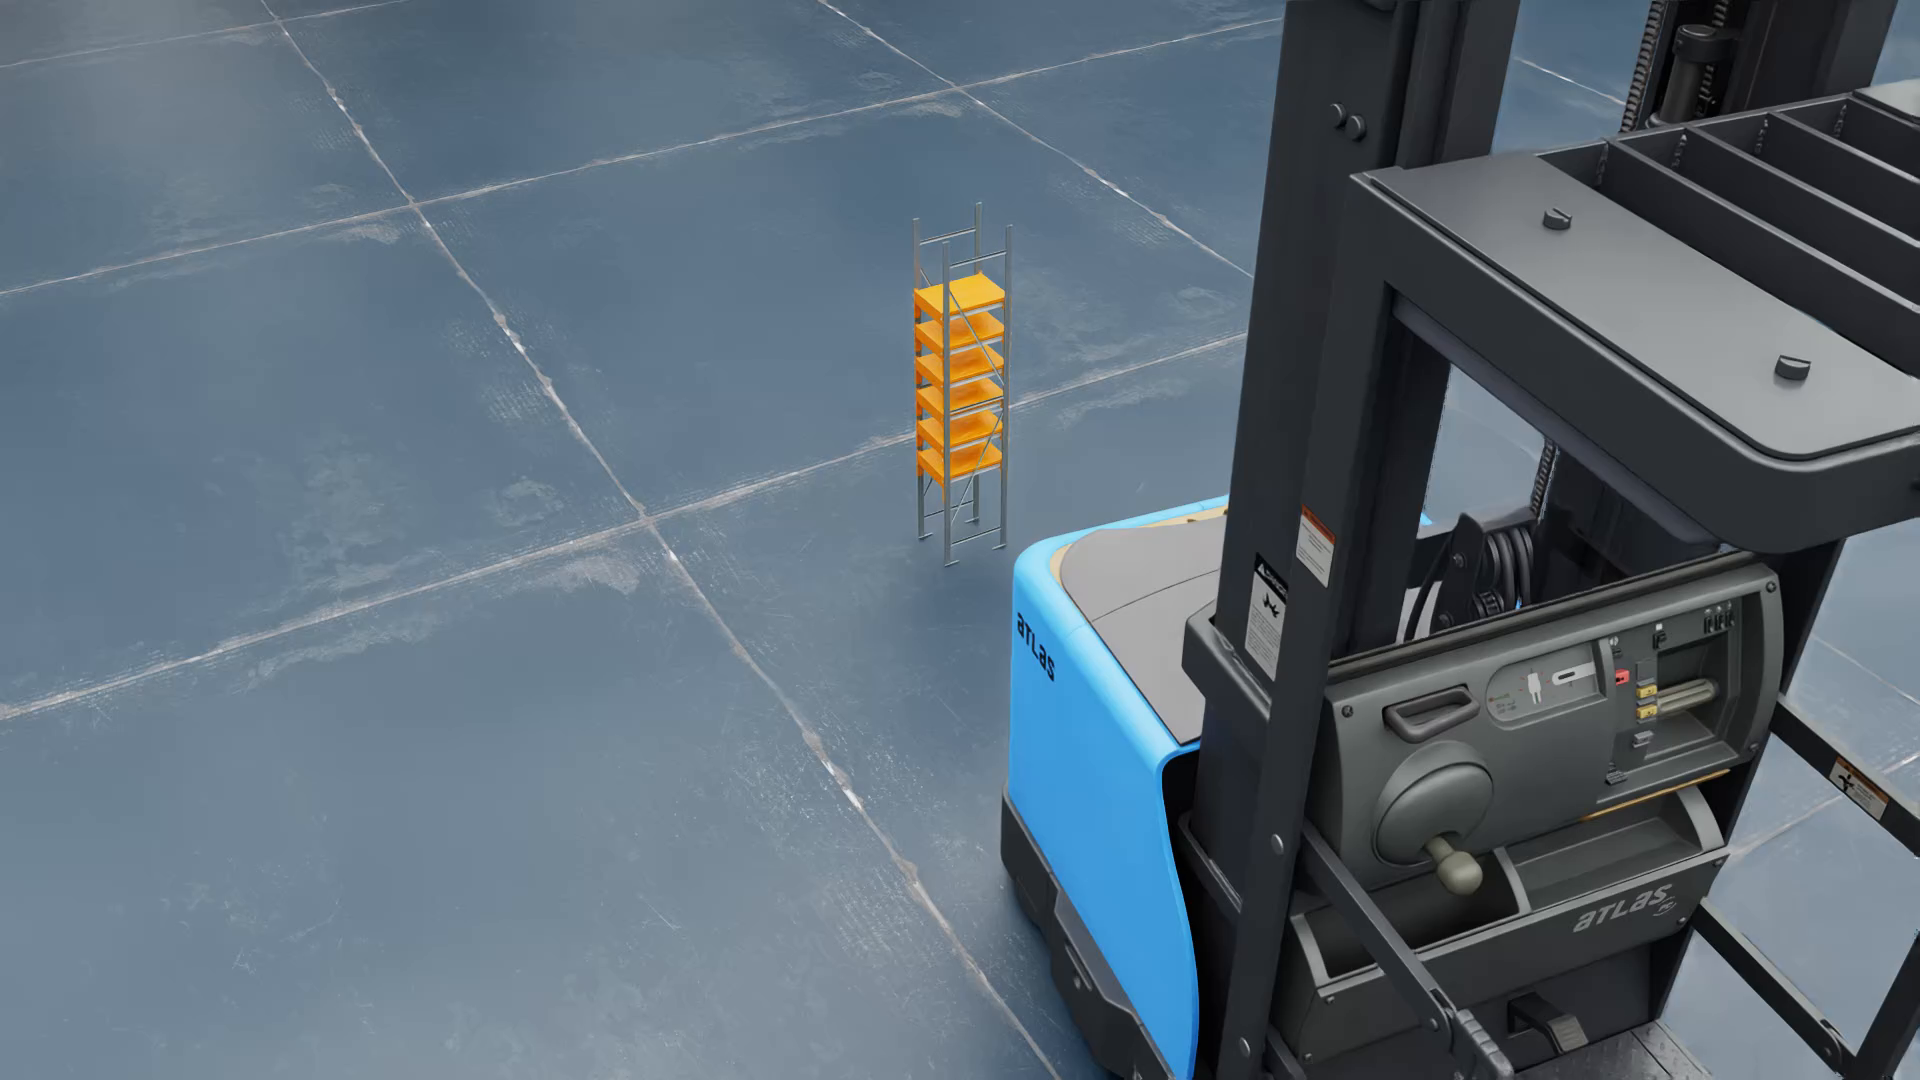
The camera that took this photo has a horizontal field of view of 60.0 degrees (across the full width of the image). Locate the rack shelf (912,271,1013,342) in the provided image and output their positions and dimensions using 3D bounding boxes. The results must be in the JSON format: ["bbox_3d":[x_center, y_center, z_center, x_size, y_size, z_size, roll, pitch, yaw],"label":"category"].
[{"bbox_3d":[0.007,-0.732,5.200,0.258,0.103,0.180,-19,40,-24],"label":"rack shelf"}]

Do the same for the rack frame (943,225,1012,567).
[{"bbox_3d":[0.053,-0.430,5.322,0.240,1.200,0.006,-19,40,-24],"label":"rack frame"}]

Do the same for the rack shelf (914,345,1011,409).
[{"bbox_3d":[0.007,-0.538,5.341,0.258,0.103,0.180,-19,40,-24],"label":"rack shelf"}]

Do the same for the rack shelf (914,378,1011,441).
[{"bbox_3d":[0.007,-0.441,5.412,0.258,0.103,0.180,-19,40,-24],"label":"rack shelf"}]

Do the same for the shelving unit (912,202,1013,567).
[{"bbox_3d":[0.007,-0.477,5.386,0.258,1.200,0.189,-19,40,-24],"label":"shelving unit"}]

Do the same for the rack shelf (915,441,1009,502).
[{"bbox_3d":[0.007,-0.247,5.554,0.258,0.103,0.180,-19,40,-24],"label":"rack shelf"}]

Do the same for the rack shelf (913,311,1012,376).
[{"bbox_3d":[0.007,-0.635,5.271,0.258,0.103,0.180,-19,40,-24],"label":"rack shelf"}]

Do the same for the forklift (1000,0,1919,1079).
[{"bbox_3d":[1.129,0.395,2.723,1.130,2.935,3.031,-13,38,-18],"label":"forklift"}]

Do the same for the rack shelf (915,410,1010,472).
[{"bbox_3d":[0.007,-0.344,5.483,0.258,0.103,0.180,-19,40,-24],"label":"rack shelf"}]

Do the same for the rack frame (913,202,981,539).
[{"bbox_3d":[-0.039,-0.524,5.450,0.240,1.200,0.006,-19,40,-24],"label":"rack frame"}]
